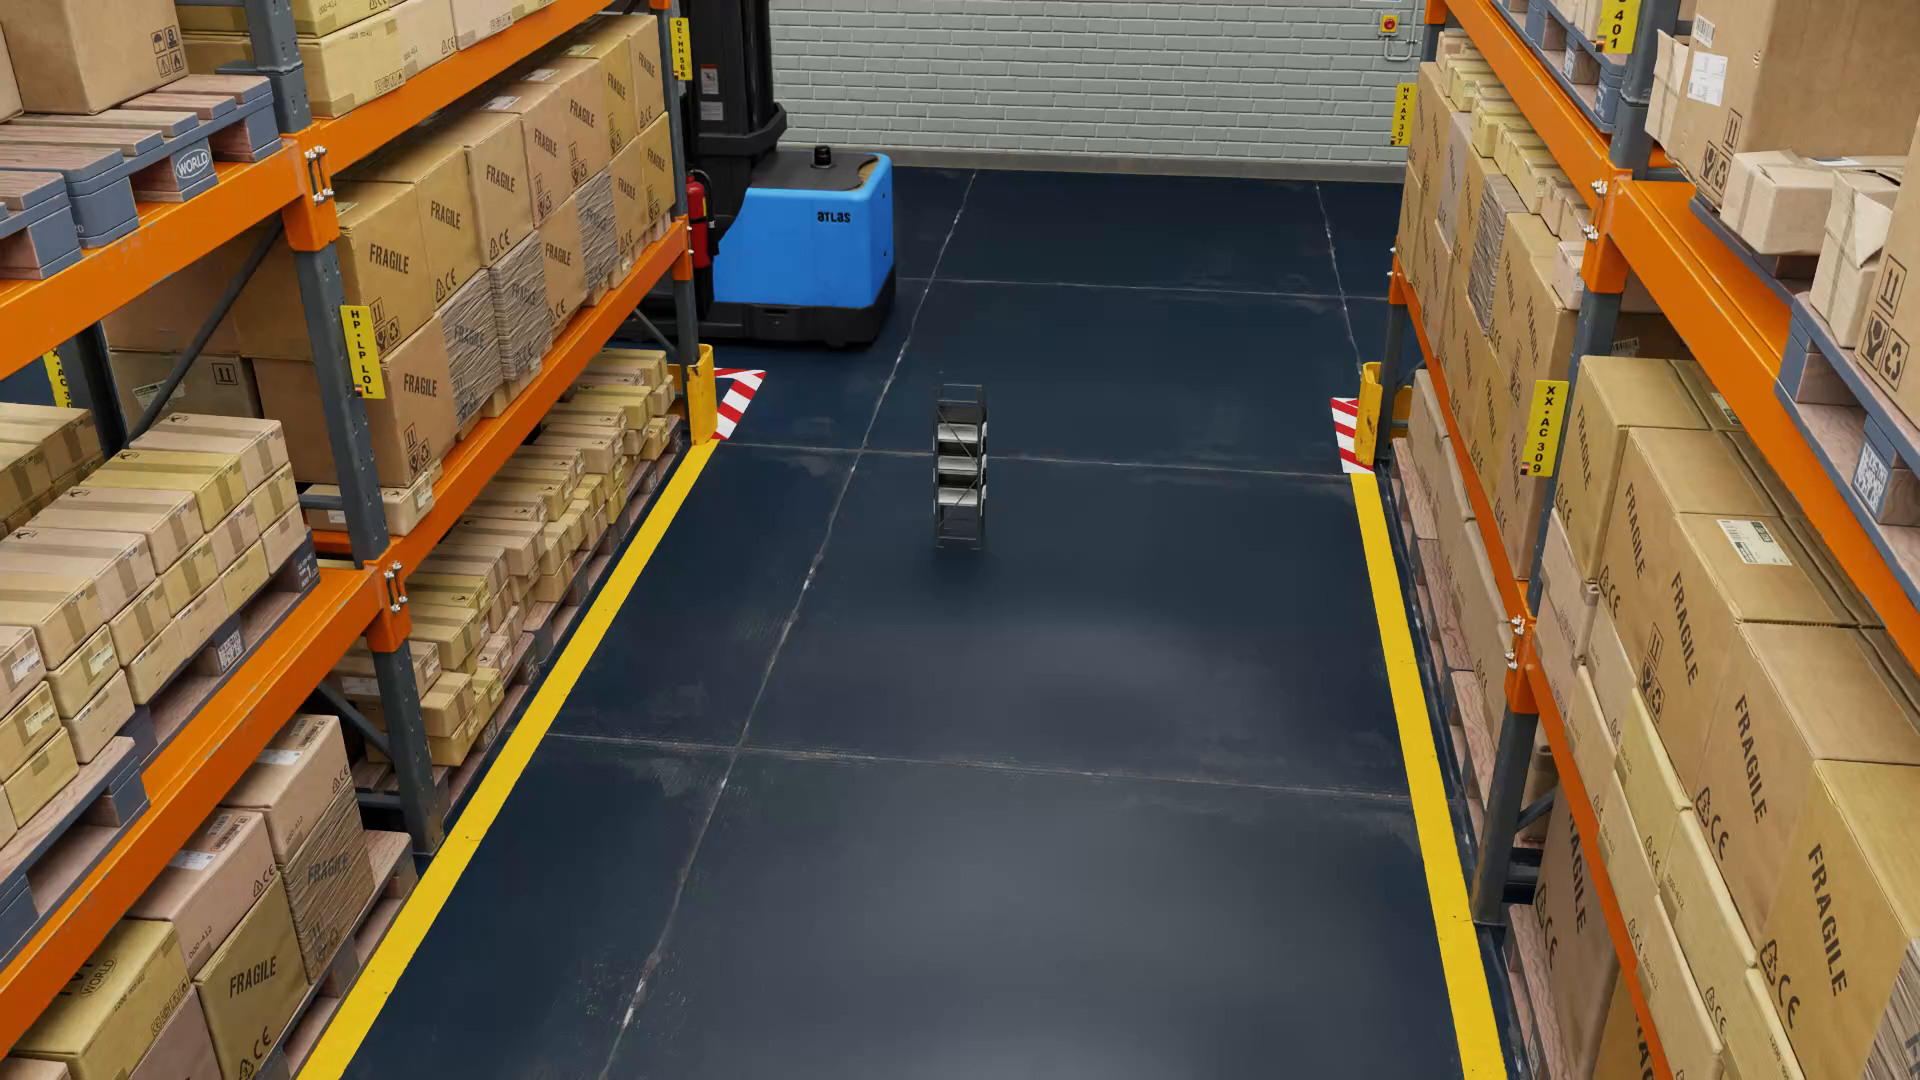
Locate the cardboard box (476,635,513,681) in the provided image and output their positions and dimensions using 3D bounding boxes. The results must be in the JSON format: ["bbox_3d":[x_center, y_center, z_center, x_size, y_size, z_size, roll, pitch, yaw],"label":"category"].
[{"bbox_3d":[-2.159,0.530,7.167,0.380,0.149,0.250,3,28,6],"label":"cardboard box"}]

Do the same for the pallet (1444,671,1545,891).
[{"bbox_3d":[2.562,0.972,6.723,1.003,0.211,1.213,3,28,6],"label":"pallet"}]

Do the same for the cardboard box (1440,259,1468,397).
[{"bbox_3d":[2.379,-0.905,7.162,0.500,0.500,0.500,4,29,8],"label":"cardboard box"}]

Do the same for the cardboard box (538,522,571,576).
[{"bbox_3d":[-2.049,0.034,7.775,0.380,0.149,0.250,3,28,6],"label":"cardboard box"}]

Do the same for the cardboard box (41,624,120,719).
[{"bbox_3d":[-2.513,0.343,4.459,0.380,0.149,0.250,2,28,4],"label":"cardboard box"}]

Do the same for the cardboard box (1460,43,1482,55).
[{"bbox_3d":[2.602,-2.276,7.969,0.380,0.149,0.250,4,29,7],"label":"cardboard box"}]

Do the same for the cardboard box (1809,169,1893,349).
[{"bbox_3d":[1.820,-0.509,3.068,0.396,0.266,0.258,6,29,10],"label":"cardboard box"}]

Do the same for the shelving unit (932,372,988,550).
[{"bbox_3d":[0.001,-0.400,8.544,0.258,0.900,0.210,3,28,6],"label":"shelving unit"}]

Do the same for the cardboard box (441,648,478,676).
[{"bbox_3d":[-2.230,0.520,6.871,0.380,0.149,0.250,4,29,7],"label":"cardboard box"}]

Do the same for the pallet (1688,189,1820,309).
[{"bbox_3d":[2.328,-0.704,3.934,0.805,0.209,1.217,2,28,4],"label":"pallet"}]

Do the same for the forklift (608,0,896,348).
[{"bbox_3d":[-2.015,-2.869,10.984,3.031,2.935,1.130,3,29,6],"label":"forklift"}]

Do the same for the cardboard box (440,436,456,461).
[{"bbox_3d":[-2.236,-0.401,6.596,0.380,0.149,0.250,2,28,4],"label":"cardboard box"}]

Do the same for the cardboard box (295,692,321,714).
[{"bbox_3d":[-2.810,0.630,6.667,0.380,0.149,0.250,4,29,7],"label":"cardboard box"}]

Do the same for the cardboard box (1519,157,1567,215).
[{"bbox_3d":[2.302,-1.310,6.176,0.380,0.149,0.250,3,28,6],"label":"cardboard box"}]

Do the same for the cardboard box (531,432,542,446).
[{"bbox_3d":[-2.022,-0.456,8.683,0.380,0.149,0.250,3,28,6],"label":"cardboard box"}]

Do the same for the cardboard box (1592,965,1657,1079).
[{"bbox_3d":[2.292,1.570,4.470,0.875,0.875,0.875,4,29,8],"label":"cardboard box"}]

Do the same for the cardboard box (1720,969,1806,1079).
[{"bbox_3d":[1.810,1.100,3.177,0.500,0.250,0.500,3,28,5],"label":"cardboard box"}]

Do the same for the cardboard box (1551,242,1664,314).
[{"bbox_3d":[2.113,-0.836,5.295,0.380,0.149,0.250,3,28,5],"label":"cardboard box"}]

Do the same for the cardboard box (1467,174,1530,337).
[{"bbox_3d":[2.299,-1.103,6.476,0.500,0.500,0.500,4,29,7],"label":"cardboard box"}]

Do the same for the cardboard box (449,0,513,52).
[{"bbox_3d":[-2.079,-2.080,6.443,0.500,0.250,0.500,5,29,8],"label":"cardboard box"}]

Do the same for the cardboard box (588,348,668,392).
[{"bbox_3d":[-1.857,-0.953,9.292,0.380,0.149,0.250,4,29,7],"label":"cardboard box"}]

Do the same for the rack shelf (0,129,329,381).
[{"bbox_3d":[-2.779,-0.205,3.563,1.077,0.370,4.000,3,28,6],"label":"rack shelf"}]

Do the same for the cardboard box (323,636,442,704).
[{"bbox_3d":[-2.286,0.516,6.566,0.380,0.149,0.250,4,29,8],"label":"cardboard box"}]

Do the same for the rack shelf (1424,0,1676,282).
[{"bbox_3d":[2.637,-1.848,6.613,1.077,0.370,4.000,3,28,6],"label":"rack shelf"}]

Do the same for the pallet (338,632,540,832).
[{"bbox_3d":[-2.486,0.767,7.104,1.003,0.211,1.213,3,28,6],"label":"pallet"}]

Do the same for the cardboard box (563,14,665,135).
[{"bbox_3d":[-1.853,-2.411,8.589,0.500,0.500,0.500,3,28,5],"label":"cardboard box"}]

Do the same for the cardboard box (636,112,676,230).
[{"bbox_3d":[-1.843,-1.974,8.832,0.500,0.500,0.500,4,29,7],"label":"cardboard box"}]

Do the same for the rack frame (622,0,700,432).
[{"bbox_3d":[-2.043,-2.025,9.347,1.000,3.000,0.127,3,28,6],"label":"rack frame"}]

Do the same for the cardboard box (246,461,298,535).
[{"bbox_3d":[-2.386,-0.149,5.372,0.380,0.149,0.250,4,29,8],"label":"cardboard box"}]

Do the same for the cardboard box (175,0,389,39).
[{"bbox_3d":[-2.236,-1.830,5.452,0.500,0.250,0.500,4,29,8],"label":"cardboard box"}]

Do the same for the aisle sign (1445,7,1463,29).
[{"bbox_3d":[2.603,-2.980,8.379,0.394,0.787,0.004,3,28,6],"label":"aisle sign"}]

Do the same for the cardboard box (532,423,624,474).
[{"bbox_3d":[-1.923,-0.461,8.379,0.380,0.149,0.250,4,29,8],"label":"cardboard box"}]

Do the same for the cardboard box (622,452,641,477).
[{"bbox_3d":[-1.950,-0.449,8.984,0.380,0.149,0.250,3,28,6],"label":"cardboard box"}]

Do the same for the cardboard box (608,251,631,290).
[{"bbox_3d":[-1.894,-1.390,8.432,0.380,0.149,0.250,4,29,8],"label":"cardboard box"}]

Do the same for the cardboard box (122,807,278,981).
[{"bbox_3d":[-2.450,1.049,5.041,0.500,0.250,0.500,5,29,9],"label":"cardboard box"}]

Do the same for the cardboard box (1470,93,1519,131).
[{"bbox_3d":[2.390,-1.794,7.074,0.380,0.149,0.250,4,29,7],"label":"cardboard box"}]

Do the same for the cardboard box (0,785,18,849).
[{"bbox_3d":[-2.575,0.721,4.072,0.380,0.149,0.250,2,28,5],"label":"cardboard box"}]

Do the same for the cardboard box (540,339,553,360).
[{"bbox_3d":[-2.074,-0.898,7.519,0.380,0.149,0.250,4,29,8],"label":"cardboard box"}]

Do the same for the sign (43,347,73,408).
[{"bbox_3d":[-3.073,-0.551,5.698,0.100,0.325,0.005,3,28,6],"label":"sign"}]

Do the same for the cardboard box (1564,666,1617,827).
[{"bbox_3d":[2.014,0.599,4.633,0.500,0.250,0.500,3,28,5],"label":"cardboard box"}]

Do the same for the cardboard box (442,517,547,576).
[{"bbox_3d":[-2.089,0.028,7.470,0.380,0.149,0.250,4,29,7],"label":"cardboard box"}]

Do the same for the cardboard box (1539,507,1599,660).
[{"bbox_3d":[2.058,0.134,4.969,0.500,0.250,0.500,3,28,5],"label":"cardboard box"}]

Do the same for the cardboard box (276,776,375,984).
[{"bbox_3d":[-2.374,1.136,5.671,0.500,0.500,0.500,3,28,5],"label":"cardboard box"}]

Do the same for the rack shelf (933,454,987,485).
[{"bbox_3d":[0.001,-0.371,8.559,0.258,0.077,0.200,3,28,6],"label":"rack shelf"}]

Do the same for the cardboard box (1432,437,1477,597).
[{"bbox_3d":[2.796,-0.094,8.021,0.875,0.438,0.875,4,29,8],"label":"cardboard box"}]

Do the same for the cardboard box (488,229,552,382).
[{"bbox_3d":[-2.072,-1.004,7.032,0.500,0.500,0.500,3,28,5],"label":"cardboard box"}]

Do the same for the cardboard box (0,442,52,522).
[{"bbox_3d":[-3.066,-0.188,5.132,0.380,0.149,0.250,4,29,8],"label":"cardboard box"}]

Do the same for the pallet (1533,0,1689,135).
[{"bbox_3d":[2.502,-1.568,5.429,1.003,0.211,1.213,3,28,6],"label":"pallet"}]

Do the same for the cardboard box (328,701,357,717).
[{"bbox_3d":[-2.709,0.606,7.026,0.380,0.149,0.250,4,29,8],"label":"cardboard box"}]

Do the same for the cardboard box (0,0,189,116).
[{"bbox_3d":[-2.689,-1.520,4.698,0.700,0.500,0.500,3,28,6],"label":"cardboard box"}]

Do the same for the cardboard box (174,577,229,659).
[{"bbox_3d":[-2.449,0.221,4.999,0.380,0.149,0.250,3,28,6],"label":"cardboard box"}]

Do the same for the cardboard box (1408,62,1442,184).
[{"bbox_3d":[2.540,-2.060,8.252,0.500,0.500,0.500,3,28,5],"label":"cardboard box"}]

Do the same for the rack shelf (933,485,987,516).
[{"bbox_3d":[0.001,-0.212,8.645,0.258,0.077,0.200,3,28,6],"label":"rack shelf"}]

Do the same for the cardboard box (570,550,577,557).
[{"bbox_3d":[-2.095,0.034,8.088,0.380,0.149,0.250,4,29,8],"label":"cardboard box"}]

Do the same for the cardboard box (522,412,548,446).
[{"bbox_3d":[-2.394,-0.608,8.966,0.380,0.149,0.250,4,29,7],"label":"cardboard box"}]

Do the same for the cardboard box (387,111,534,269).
[{"bbox_3d":[-2.096,-1.436,6.780,0.500,0.500,0.500,4,29,7],"label":"cardboard box"}]

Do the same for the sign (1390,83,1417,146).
[{"bbox_3d":[2.332,-2.236,8.742,0.100,0.325,0.005,3,28,6],"label":"sign"}]

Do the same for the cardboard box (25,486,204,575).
[{"bbox_3d":[-2.455,-0.030,4.838,0.380,0.149,0.250,2,28,5],"label":"cardboard box"}]

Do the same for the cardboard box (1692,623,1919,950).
[{"bbox_3d":[1.897,0.525,3.454,0.500,0.500,0.500,3,28,5],"label":"cardboard box"}]

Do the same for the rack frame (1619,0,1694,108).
[{"bbox_3d":[2.392,-2.543,3.983,1.000,3.000,0.127,3,28,6],"label":"rack frame"}]
